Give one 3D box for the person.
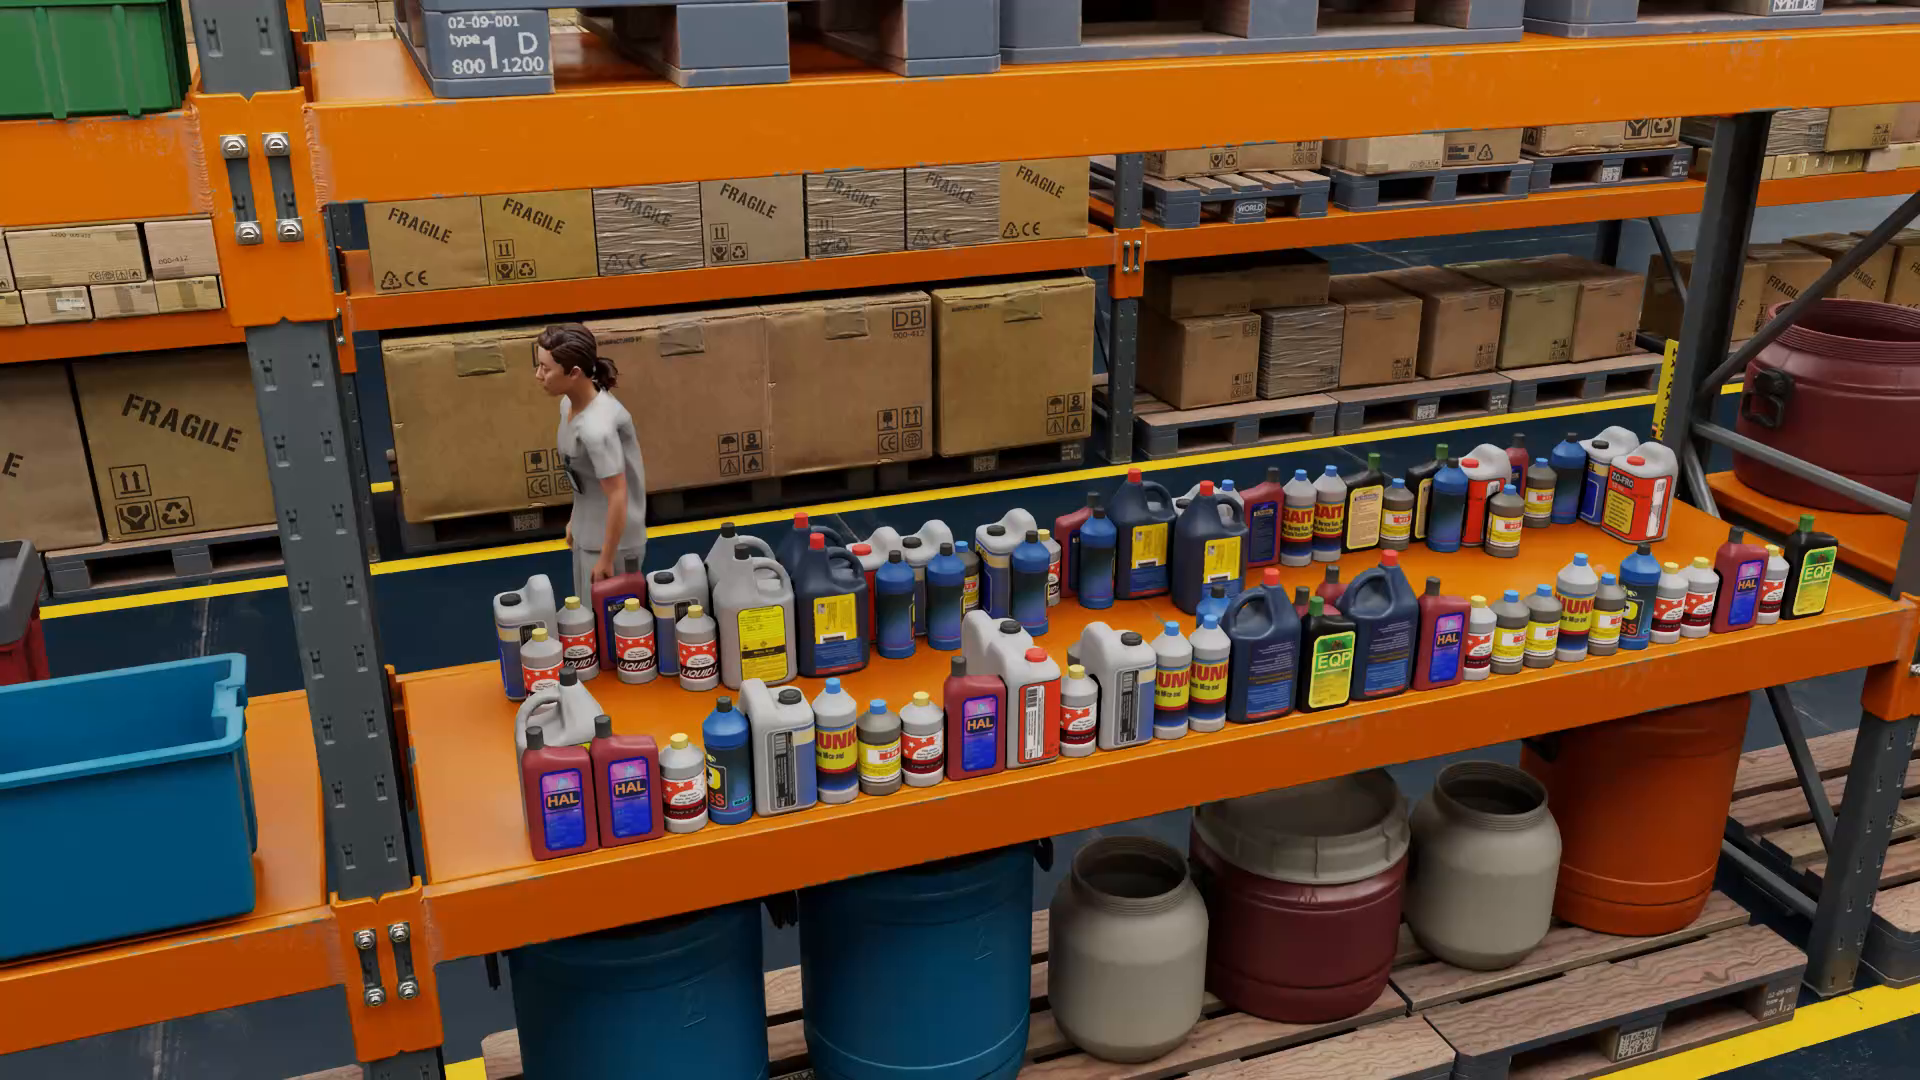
[{"bbox_3d":[-1.325,0.008,6.076,0.356,1.672,0.514,-10,24,-22],"label":"person"}]
